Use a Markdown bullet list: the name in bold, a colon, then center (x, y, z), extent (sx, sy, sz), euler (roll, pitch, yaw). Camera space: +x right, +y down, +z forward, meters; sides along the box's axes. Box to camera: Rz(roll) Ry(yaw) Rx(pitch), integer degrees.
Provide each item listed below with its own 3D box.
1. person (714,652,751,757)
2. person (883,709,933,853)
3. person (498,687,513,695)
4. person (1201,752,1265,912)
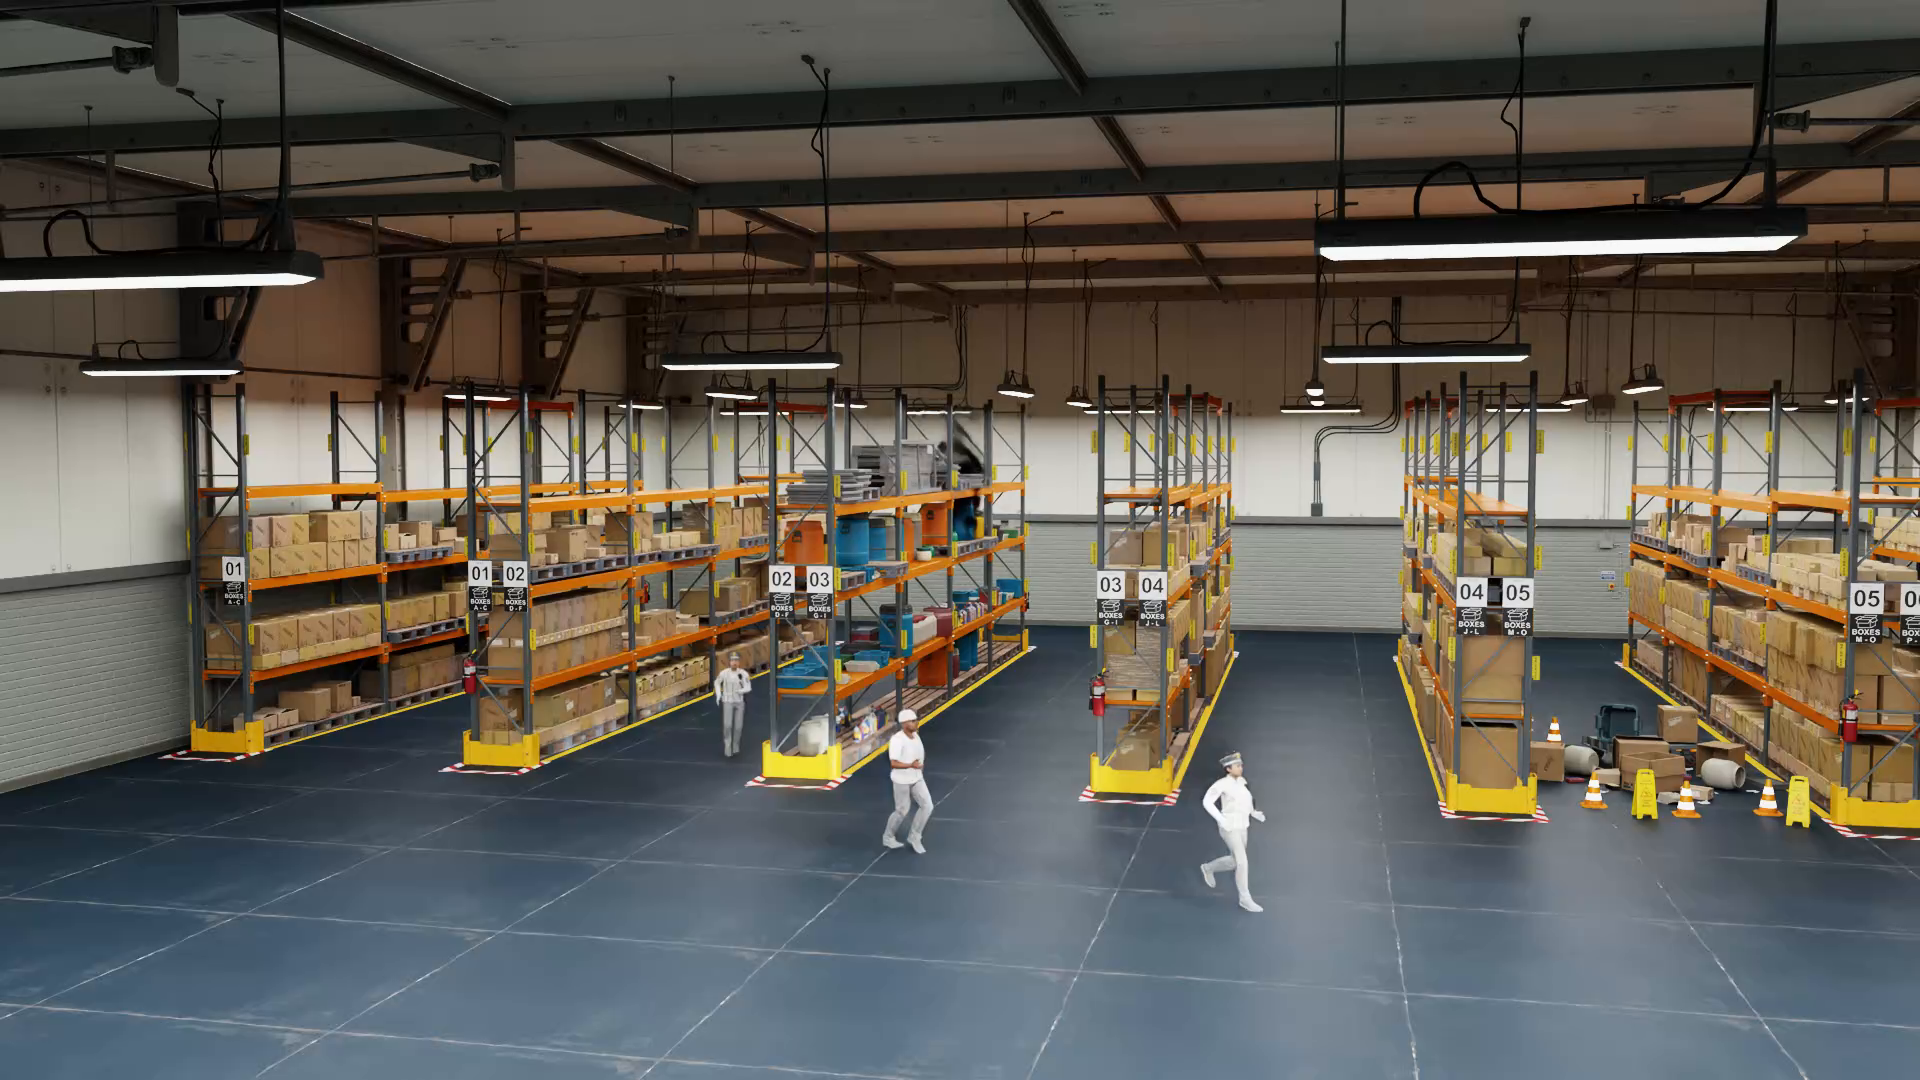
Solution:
- **person**: center (-3.636, 2.633, 26.663), extent (0.582, 1.685, 0.656), euler (-1, 3, -10)
- **person**: center (-0.622, 2.970, 20.365), extent (0.750, 1.804, 0.651), euler (2, 4, 37)
- **person**: center (-7.965, 2.460, 29.228), extent (0.611, 1.827, 0.801), euler (1, 3, 12)
- **person**: center (2.946, 3.140, 18.067), extent (0.811, 1.696, 0.618), euler (3, 5, 45)
